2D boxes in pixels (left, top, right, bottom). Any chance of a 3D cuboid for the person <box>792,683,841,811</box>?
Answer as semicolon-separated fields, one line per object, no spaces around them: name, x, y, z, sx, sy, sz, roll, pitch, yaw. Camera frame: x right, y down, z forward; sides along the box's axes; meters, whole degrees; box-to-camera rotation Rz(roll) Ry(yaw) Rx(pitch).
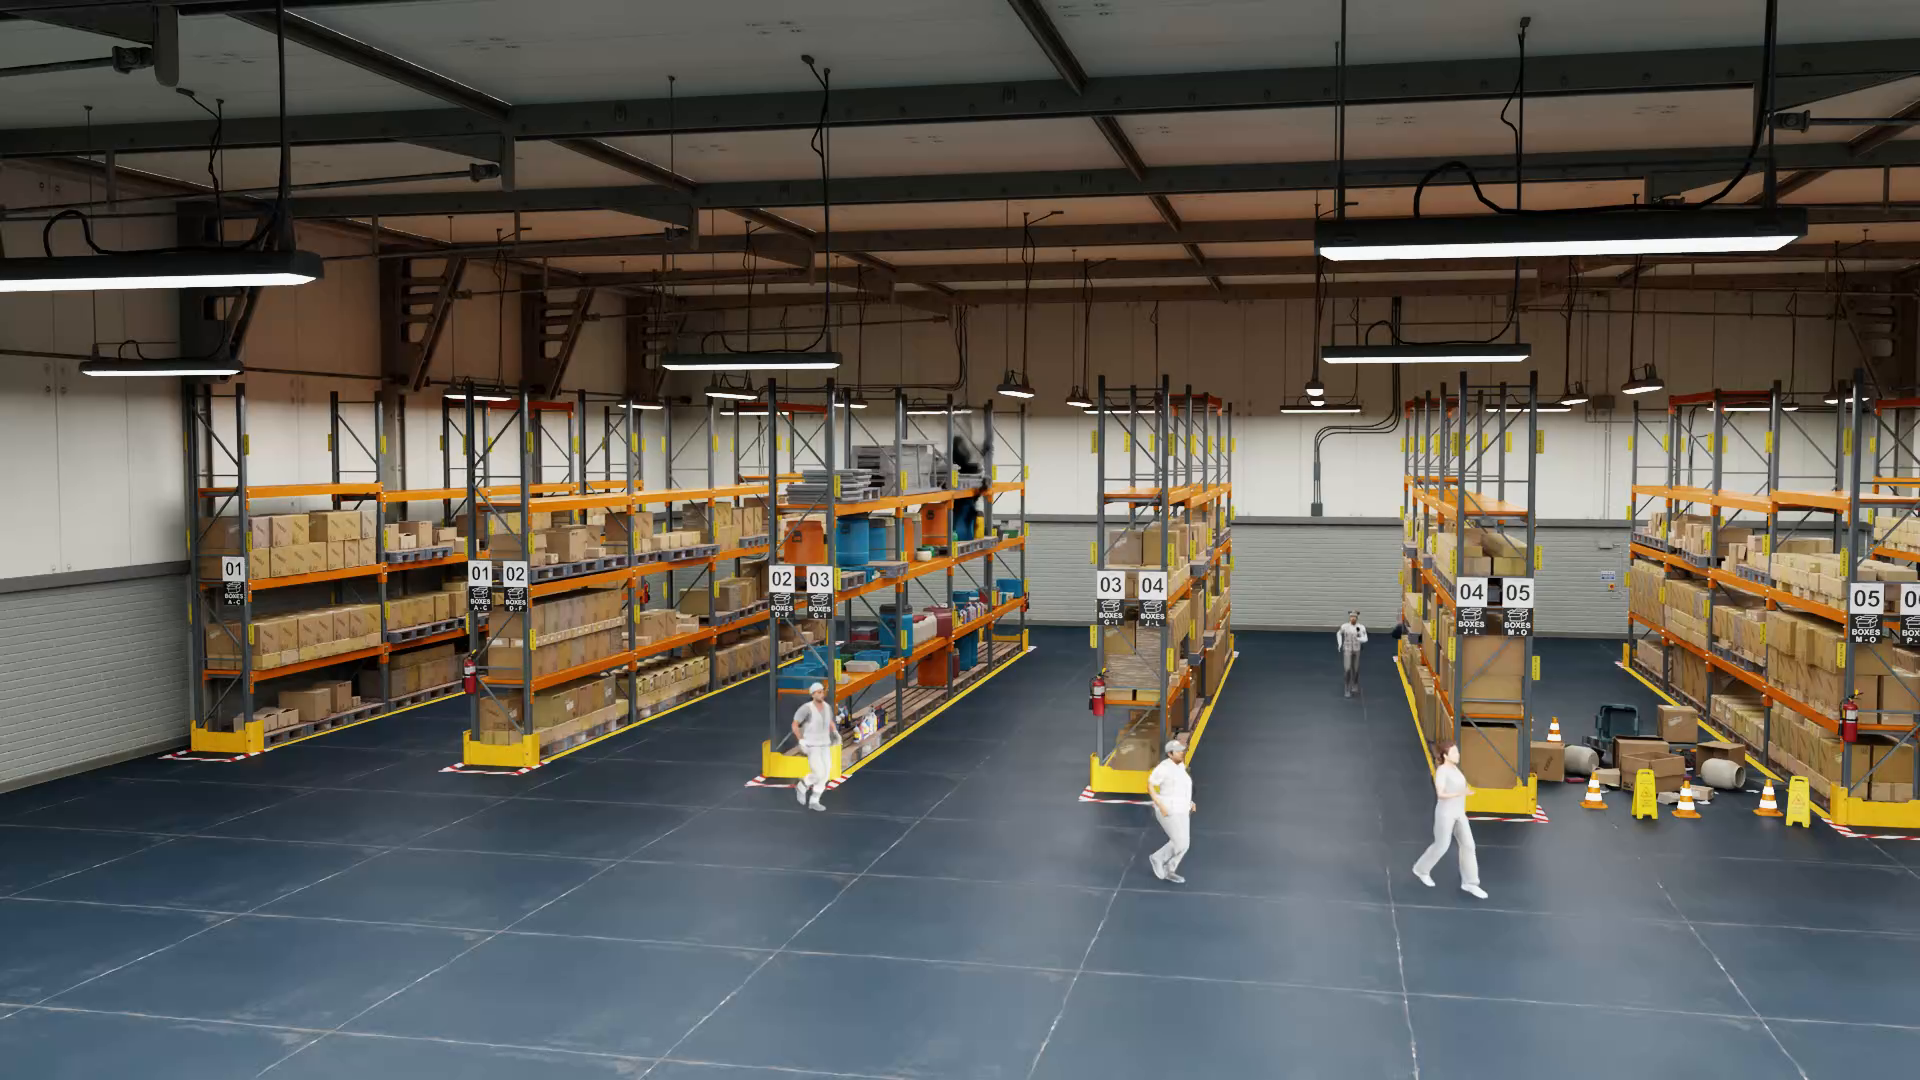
person;-1.957;2.825;22.816;0.590;1.752;0.673;3;4;42

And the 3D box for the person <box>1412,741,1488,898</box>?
person;5.448;3.076;18.480;0.559;1.682;0.881;-3;4;-42

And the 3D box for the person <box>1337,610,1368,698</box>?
person;7.833;2.259;33.203;0.583;1.745;0.761;1;3;11

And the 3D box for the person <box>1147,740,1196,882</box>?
person;2.442;3.103;19.014;0.500;1.632;0.610;3;4;41

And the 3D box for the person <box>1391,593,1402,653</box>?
person;10.560;1.985;39.763;0.462;1.523;0.652;1;3;16
